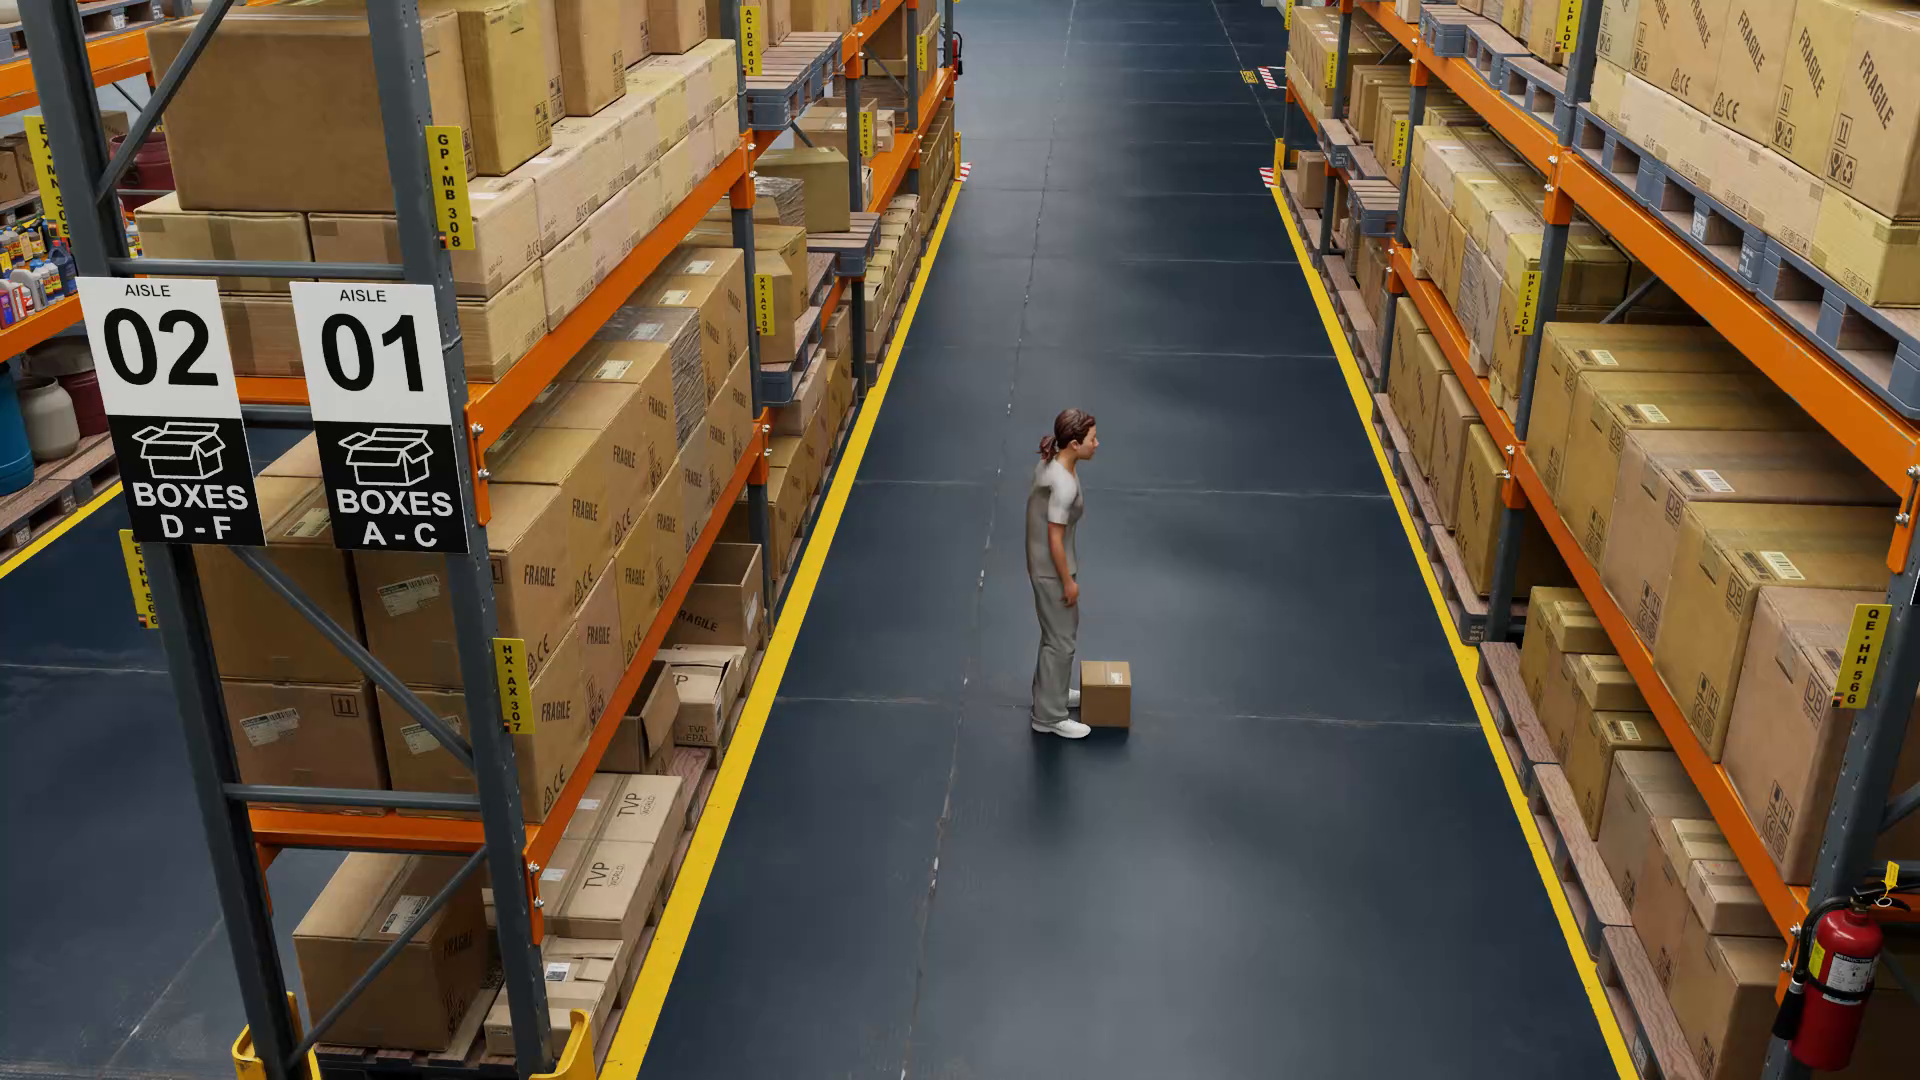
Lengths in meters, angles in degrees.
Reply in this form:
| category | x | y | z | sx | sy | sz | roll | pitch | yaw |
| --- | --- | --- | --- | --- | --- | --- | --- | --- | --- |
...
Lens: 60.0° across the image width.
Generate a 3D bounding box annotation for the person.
| category | x | y | z | sx | sy | sz | roll | pitch | yaw |
| --- | --- | --- | --- | --- | --- | --- | --- | --- | --- |
| person | 0.503 | 0.144 | 8.292 | 0.354 | 1.673 | 0.508 | 1 | 25 | 2 |
